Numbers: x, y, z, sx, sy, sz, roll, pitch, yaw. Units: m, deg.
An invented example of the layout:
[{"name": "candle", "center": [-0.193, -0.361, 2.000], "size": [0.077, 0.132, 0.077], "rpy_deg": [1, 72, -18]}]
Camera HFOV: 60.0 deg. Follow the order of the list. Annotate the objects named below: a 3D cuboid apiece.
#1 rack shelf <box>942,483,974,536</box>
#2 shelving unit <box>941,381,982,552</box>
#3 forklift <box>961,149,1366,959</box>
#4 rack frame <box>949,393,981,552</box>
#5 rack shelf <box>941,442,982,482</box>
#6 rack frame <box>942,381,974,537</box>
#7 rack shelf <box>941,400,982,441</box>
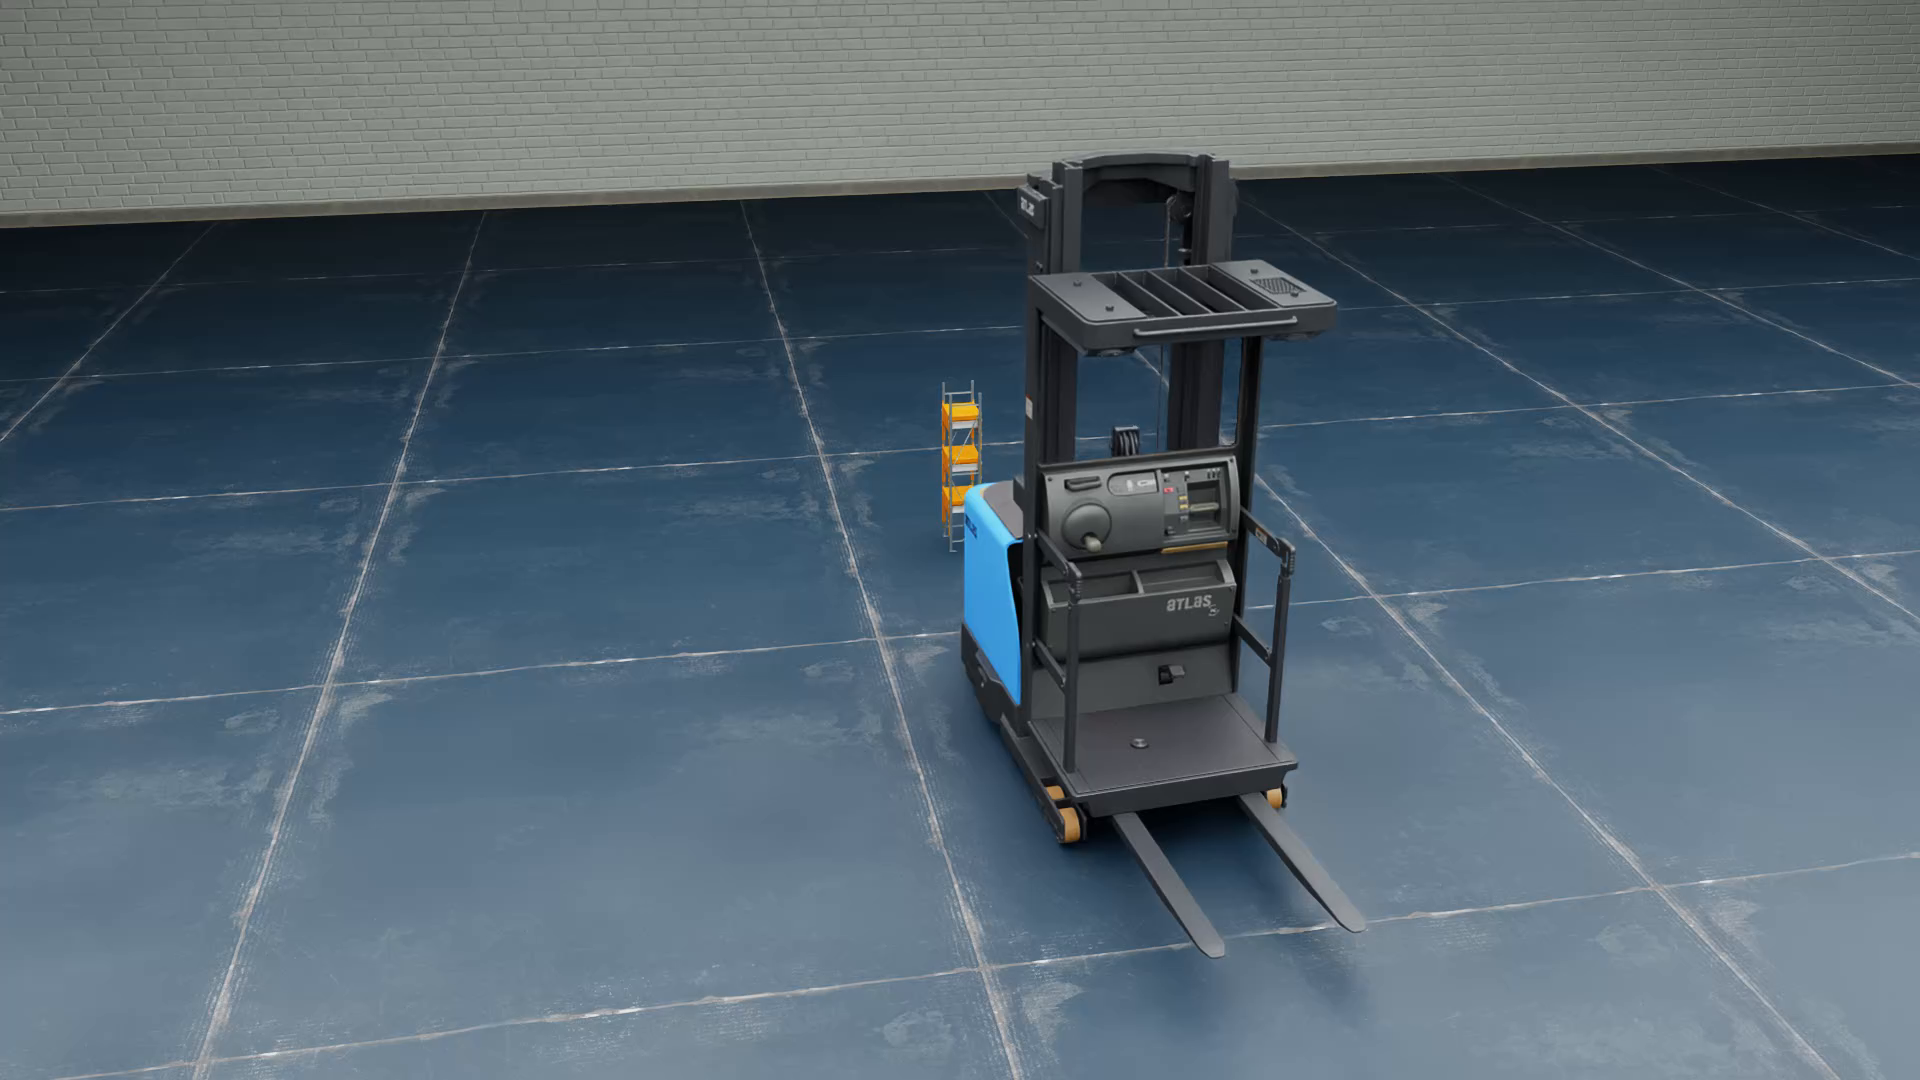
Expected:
[{"name": "rack shelf", "center": [0.010, -0.196, 10.607], "size": [0.215, 0.259, 0.240], "rpy_deg": [-4, 24, -10]}, {"name": "shelving unit", "center": [0.010, -0.460, 10.492], "size": [0.215, 1.050, 0.252], "rpy_deg": [-4, 24, -10]}, {"name": "forklift", "center": [0.894, -0.132, 7.390], "size": [1.130, 2.935, 3.031], "rpy_deg": [-6, 24, -14]}, {"name": "rack frame", "center": [0.032, -0.412, 10.382], "size": [0.200, 1.050, 0.008], "rpy_deg": [-4, 24, -10]}, {"name": "rack shelf", "center": [0.010, -0.450, 10.496], "size": [0.215, 0.259, 0.240], "rpy_deg": [-4, 24, -10]}, {"name": "rack frame", "center": [-0.013, -0.508, 10.602], "size": [0.200, 1.050, 0.008], "rpy_deg": [-4, 24, -10]}, {"name": "rack shelf", "center": [0.010, -0.710, 10.382], "size": [0.215, 0.259, 0.240], "rpy_deg": [-4, 24, -10]}]
